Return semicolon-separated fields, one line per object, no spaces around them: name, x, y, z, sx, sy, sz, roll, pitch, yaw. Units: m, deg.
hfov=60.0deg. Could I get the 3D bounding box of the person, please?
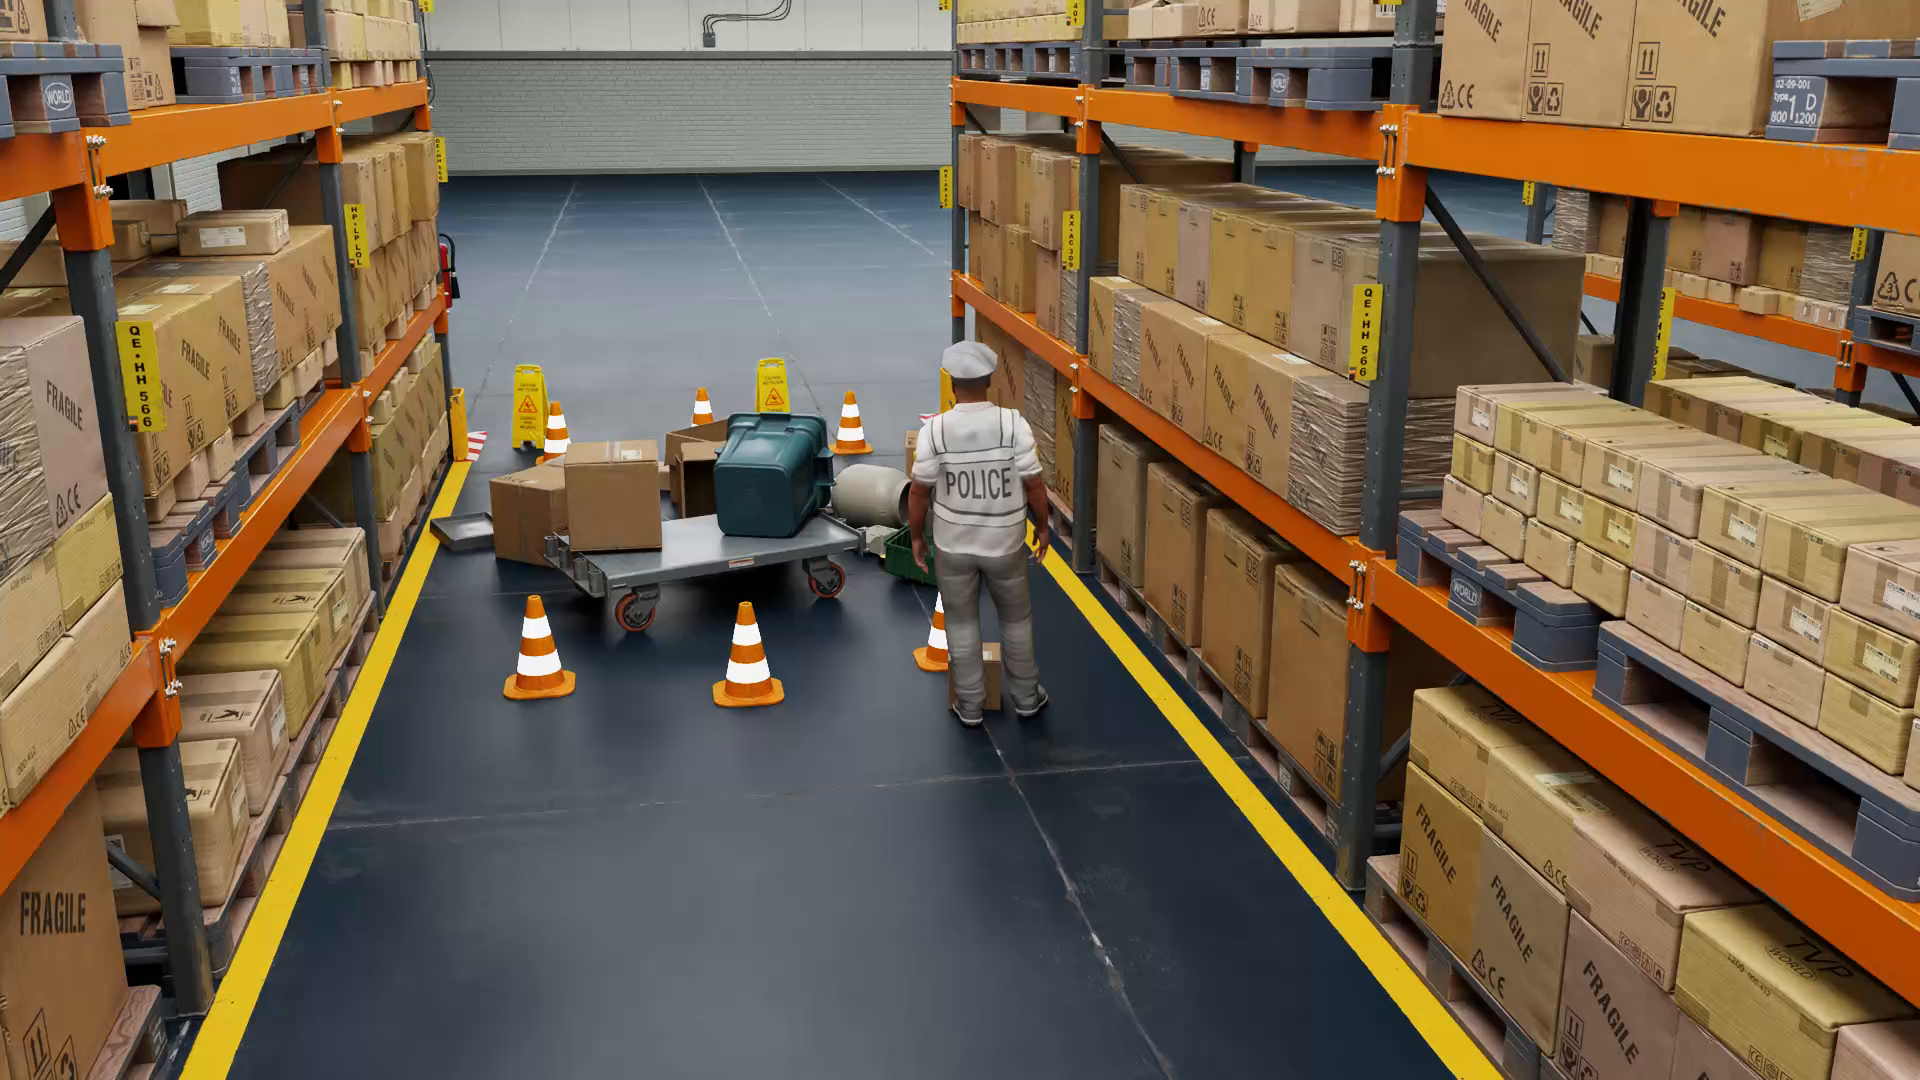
person;0.094;-0.032;7.544;0.641;1.781;0.574;0;16;1
